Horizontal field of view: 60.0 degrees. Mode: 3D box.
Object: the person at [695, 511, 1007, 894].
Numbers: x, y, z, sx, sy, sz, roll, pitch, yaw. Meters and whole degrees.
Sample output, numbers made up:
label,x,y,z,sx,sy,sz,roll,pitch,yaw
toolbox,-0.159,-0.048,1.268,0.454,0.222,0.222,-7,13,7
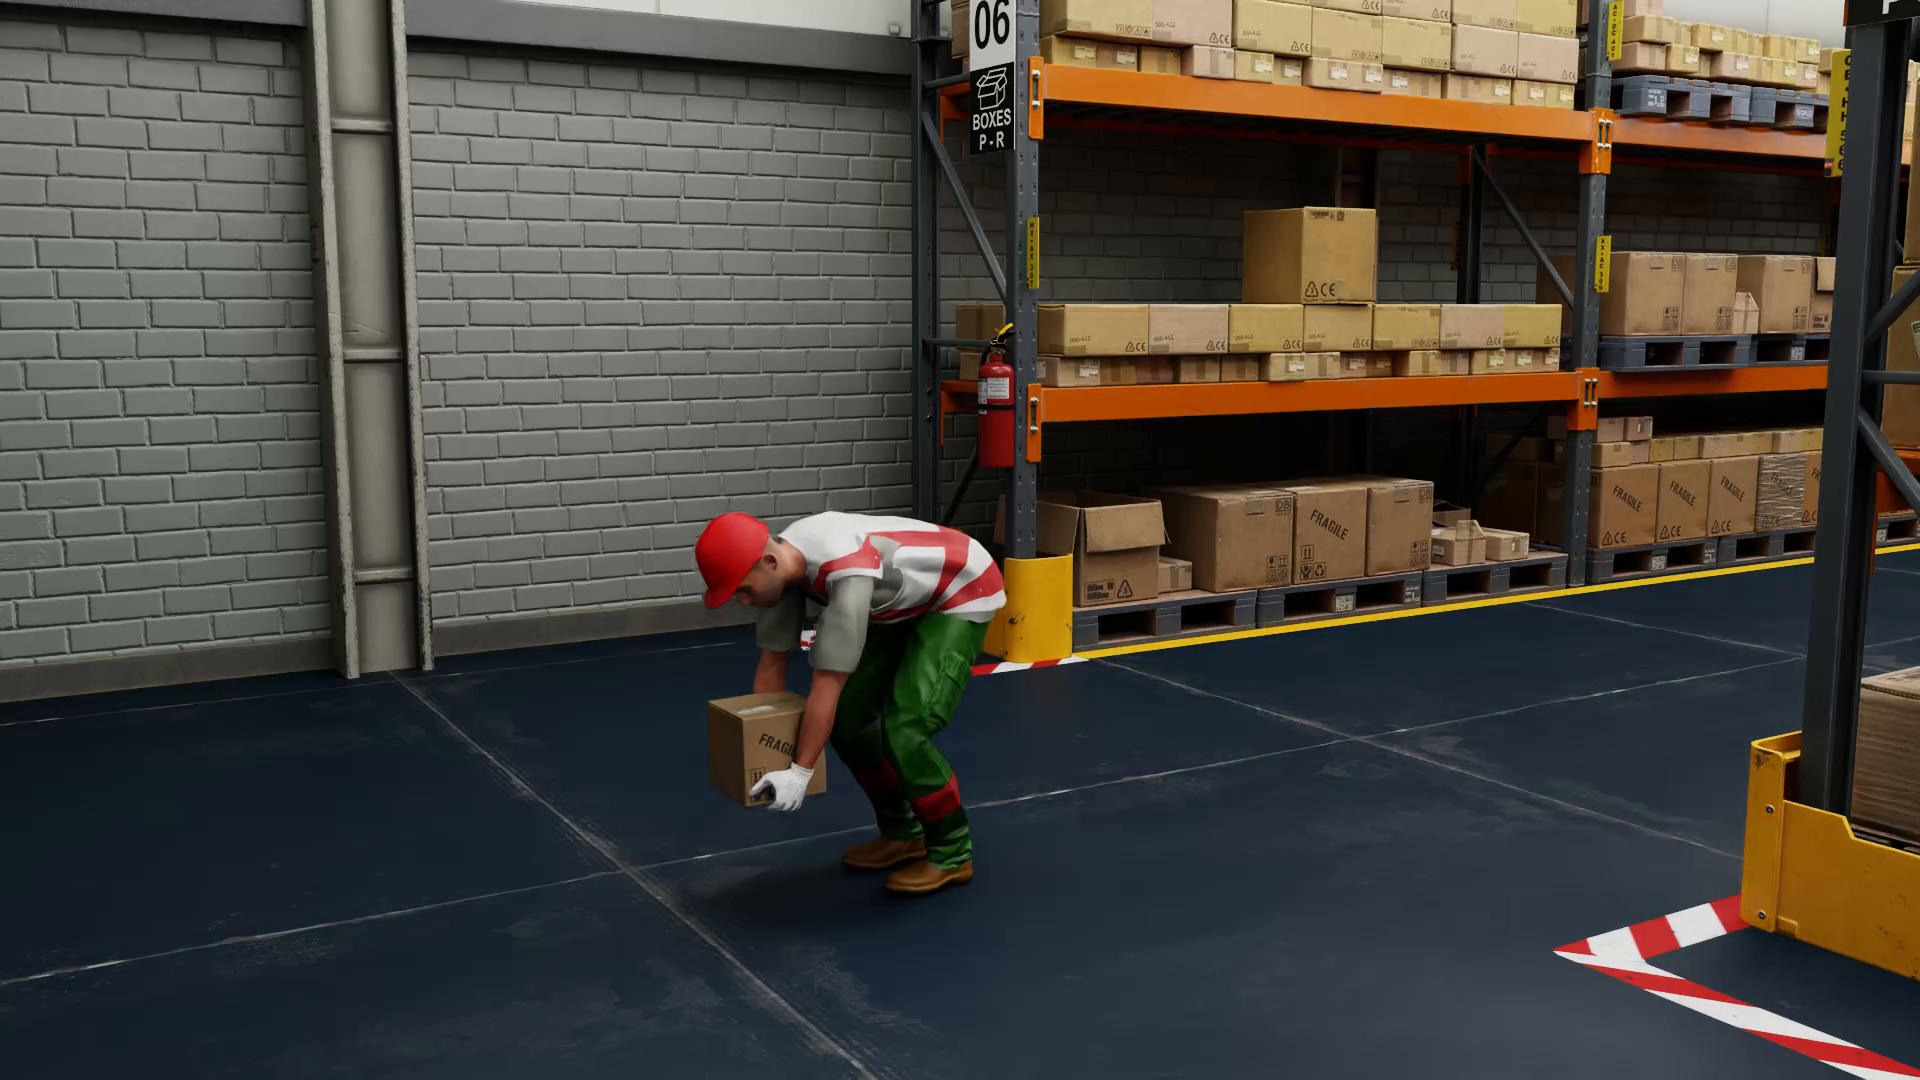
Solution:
label,x,y,z,sx,sy,sz,roll,pitch,yaw
person,-0.313,0.458,4.820,0.951,1.134,0.523,-5,10,-34
